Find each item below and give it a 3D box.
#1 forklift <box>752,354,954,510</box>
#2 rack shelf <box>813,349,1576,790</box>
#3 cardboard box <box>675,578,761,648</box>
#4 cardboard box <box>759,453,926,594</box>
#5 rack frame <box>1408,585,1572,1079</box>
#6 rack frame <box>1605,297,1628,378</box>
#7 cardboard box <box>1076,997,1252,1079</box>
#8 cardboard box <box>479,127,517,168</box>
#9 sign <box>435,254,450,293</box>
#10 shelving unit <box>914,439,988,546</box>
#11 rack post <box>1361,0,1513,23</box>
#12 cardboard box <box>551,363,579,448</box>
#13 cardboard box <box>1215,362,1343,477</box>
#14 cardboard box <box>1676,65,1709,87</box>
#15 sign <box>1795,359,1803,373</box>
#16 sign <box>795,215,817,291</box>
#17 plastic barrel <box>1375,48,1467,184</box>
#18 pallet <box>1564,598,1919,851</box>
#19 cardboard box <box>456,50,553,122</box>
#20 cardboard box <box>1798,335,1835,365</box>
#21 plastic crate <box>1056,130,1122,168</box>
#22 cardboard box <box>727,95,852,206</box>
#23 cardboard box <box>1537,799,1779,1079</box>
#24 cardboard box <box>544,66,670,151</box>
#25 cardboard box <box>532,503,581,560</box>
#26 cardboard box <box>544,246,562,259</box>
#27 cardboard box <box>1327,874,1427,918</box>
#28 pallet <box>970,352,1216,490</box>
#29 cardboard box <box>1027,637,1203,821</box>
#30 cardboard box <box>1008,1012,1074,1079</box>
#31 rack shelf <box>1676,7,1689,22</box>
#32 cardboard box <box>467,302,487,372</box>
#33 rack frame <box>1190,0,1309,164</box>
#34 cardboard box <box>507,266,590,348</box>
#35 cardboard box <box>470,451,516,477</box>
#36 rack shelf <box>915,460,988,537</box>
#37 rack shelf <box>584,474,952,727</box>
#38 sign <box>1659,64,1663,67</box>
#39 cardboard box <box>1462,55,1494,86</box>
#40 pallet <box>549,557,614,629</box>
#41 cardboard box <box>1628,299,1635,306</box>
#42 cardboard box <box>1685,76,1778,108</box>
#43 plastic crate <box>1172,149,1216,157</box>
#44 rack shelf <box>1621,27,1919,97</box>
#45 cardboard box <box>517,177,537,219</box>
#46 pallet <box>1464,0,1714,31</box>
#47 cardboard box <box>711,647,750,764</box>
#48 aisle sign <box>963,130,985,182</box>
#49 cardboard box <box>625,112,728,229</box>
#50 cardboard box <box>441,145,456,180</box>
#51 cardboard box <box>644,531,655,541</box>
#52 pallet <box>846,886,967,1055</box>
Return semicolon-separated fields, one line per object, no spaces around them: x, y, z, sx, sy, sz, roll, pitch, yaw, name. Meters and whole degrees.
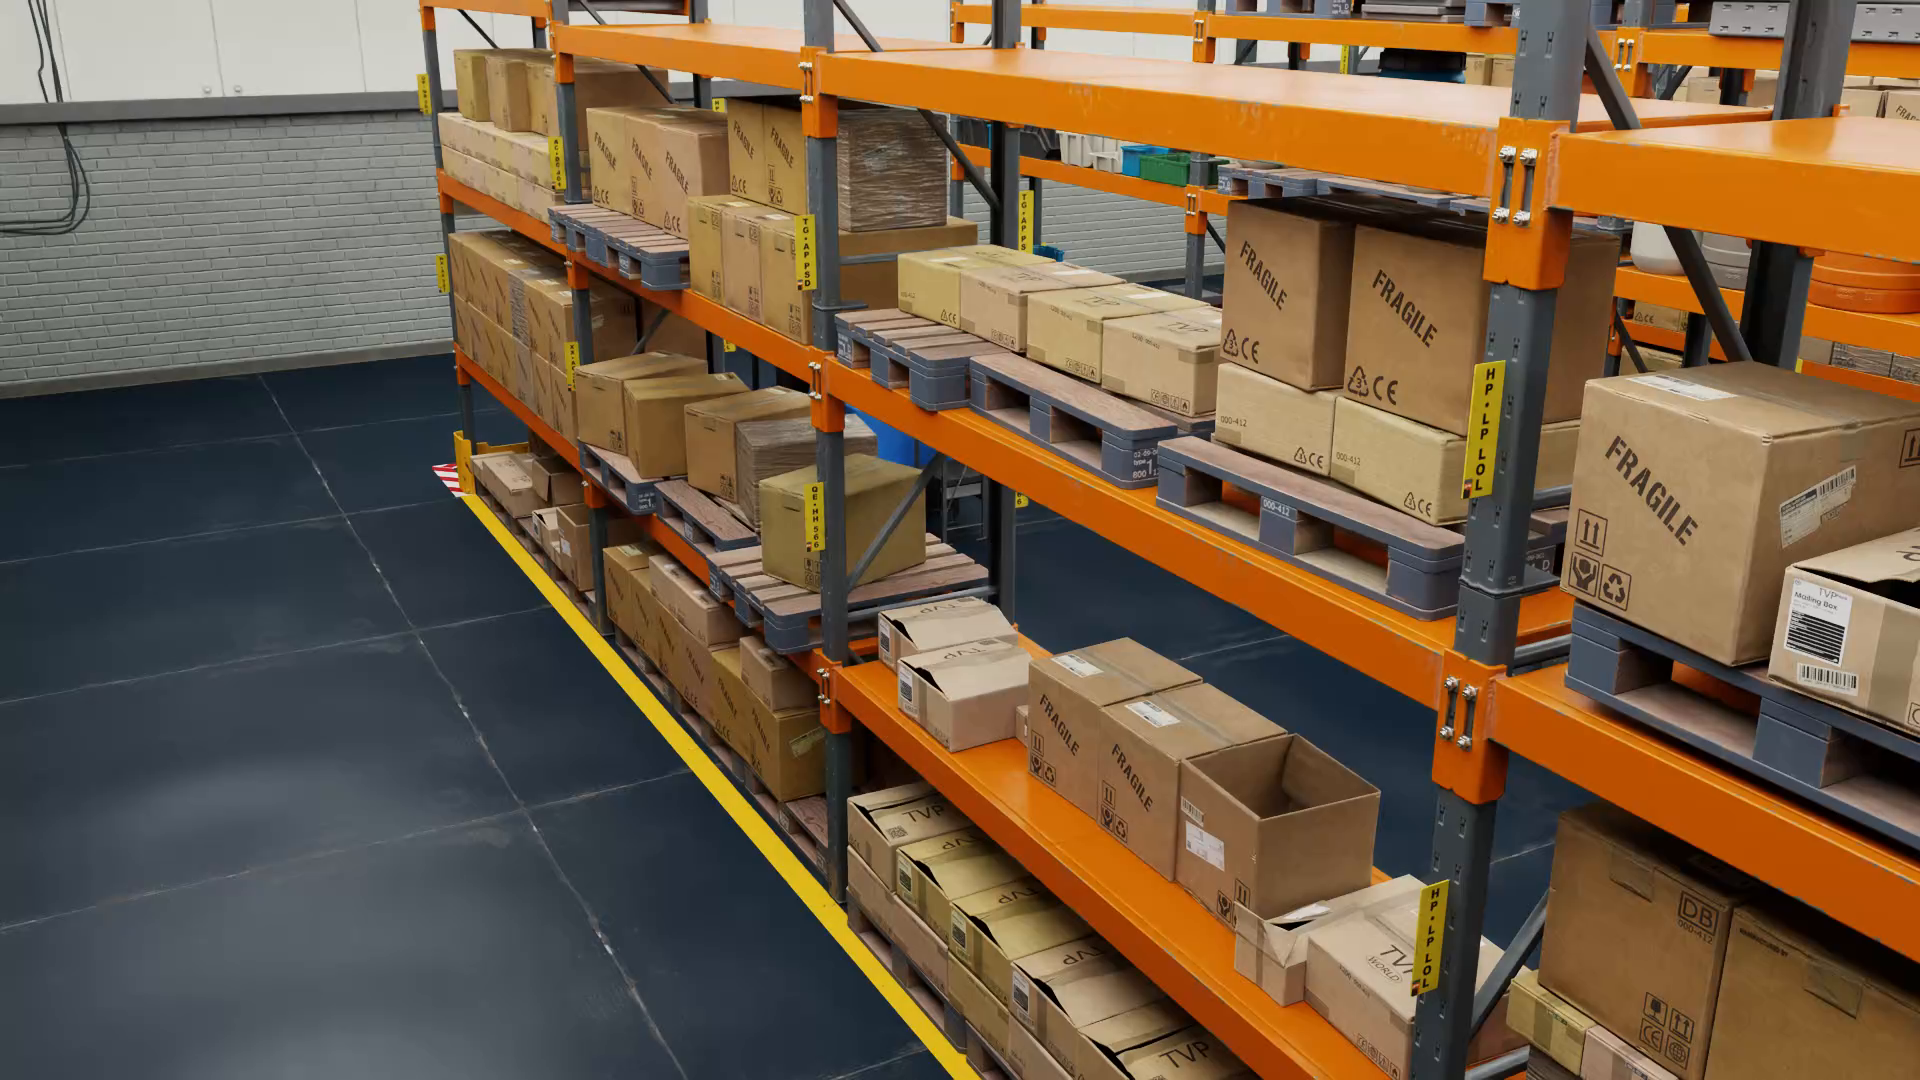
-1.270;-1.950;14.790;1.130;2.935;3.031;-13;23;-33;forklift
0.755;-0.185;6.074;1.077;0.370;4.000;-10;21;-27;rack shelf
-1.365;0.397;9.891;0.500;0.250;0.500;-10;22;-28;cardboard box
-0.593;-0.091;8.499;0.500;0.500;0.700;16;25;39;cardboard box
1.705;1.467;4.782;1.000;3.000;0.127;-10;21;-27;rack frame
6.626;-2.363;15.881;1.000;3.000;0.127;-10;21;-27;rack frame
0.773;1.939;6.125;0.500;0.311;0.500;-10;21;-27;cardboard box
-3.271;-2.942;12.425;0.500;0.250;0.500;-10;21;-27;cardboard box
-4.471;-2.303;14.381;0.100;0.325;0.005;-10;21;-27;sign
-0.079;-1.040;13.427;0.431;2.100;0.503;-10;21;-27;shelving unit
3.340;-3.634;11.134;0.937;0.300;0.954;-8;20;-21;rack post
-2.557;-0.981;11.722;0.500;0.500;0.500;-10;21;-26;cardboard box
1.157;-0.414;5.222;0.500;0.250;0.500;-12;23;-32;cardboard box
9.124;-5.665;20.315;0.500;0.250;0.500;-10;21;-26;cardboard box
2.193;-0.319;4.446;0.100;0.325;0.005;-10;21;-27;sign
-0.673;-1.260;7.295;0.100;0.325;0.005;-10;21;-27;sign
3.212;-2.983;11.667;0.600;0.901;0.708;-10;21;-27;plastic barrel
2.133;0.331;3.610;1.003;0.211;1.213;-10;21;-27;pallet
-3.572;-3.614;13.223;0.700;0.500;0.500;-10;21;-27;cardboard box
7.351;-1.804;14.108;0.500;0.500;0.500;-10;21;-26;cardboard box
1.148;-3.422;14.533;0.437;0.282;0.530;-10;21;-27;plastic crate
-0.881;-2.038;8.656;0.500;0.500;0.500;-10;21;-27;cardboard box
1.921;0.933;4.188;0.700;0.500;0.500;-10;21;-26;cardboard box
-2.359;-2.901;11.156;0.700;0.500;0.500;-10;21;-27;cardboard box
-2.970;-0.102;12.775;0.500;0.311;0.500;-10;21;-27;cardboard box
-3.049;-2.120;13.490;0.500;0.500;0.500;-9;21;-25;cardboard box
1.464;1.299;5.652;0.380;0.149;0.250;-10;21;-27;cardboard box
0.740;-0.509;6.198;1.003;0.211;1.213;-9;21;-24;pallet
0.617;0.750;6.705;0.500;0.500;0.500;-11;22;-30;cardboard box
0.530;2.055;6.648;0.500;0.250;0.500;-10;21;-26;cardboard box
7.576;-4.096;13.422;1.077;0.370;4.000;-10;21;-27;rack shelf
-3.765;-1.710;13.835;0.500;0.500;0.500;-10;22;-27;cardboard box
2.267;-4.432;12.680;1.000;3.000;0.127;-10;21;-27;rack frame
-3.047;-1.746;12.407;0.500;0.500;0.500;-10;21;-26;cardboard box
-4.097;-0.665;14.656;0.380;0.149;0.250;-10;21;-27;cardboard box
-0.079;-0.365;13.659;0.431;0.518;0.480;-10;21;-27;rack shelf
-1.144;0.084;9.891;1.077;0.370;4.000;-10;21;-27;rack shelf
8.662;-5.998;20.476;0.100;0.325;0.005;-10;21;-27;sign
5.470;-4.760;17.280;0.700;0.500;0.500;-12;22;-30;cardboard box
-2.419;0.291;12.464;1.003;0.211;1.213;-10;21;-27;pallet
6.778;-2.381;16.318;0.380;0.149;0.250;-10;21;-27;cardboard box
6.910;-3.862;14.829;0.700;0.500;0.500;-9;21;-25;cardboard box
1.918;-3.351;14.347;0.497;0.269;0.590;-10;21;-27;plastic crate
5.116;-2.180;7.871;1.077;0.370;4.000;-10;21;-27;rack shelf
-2.787;-2.420;11.679;0.500;0.250;0.500;-10;21;-27;cardboard box
3.851;-3.217;10.062;1.213;0.211;1.003;-10;21;-27;pallet
-1.091;0.911;9.549;0.500;0.500;0.500;-11;22;-29;cardboard box
0.072;-3.948;16.488;0.394;0.787;0.004;-10;21;-27;aisle sign
-1.582;-2.196;9.849;0.600;0.600;0.600;-10;22;-27;cardboard box
-3.973;-3.138;13.759;0.500;0.250;0.500;-10;21;-27;cardboard box
-2.103;0.079;12.251;0.500;0.311;0.500;-10;21;-27;cardboard box
0.162;1.879;7.862;1.003;0.211;1.213;-10;21;-27;pallet
